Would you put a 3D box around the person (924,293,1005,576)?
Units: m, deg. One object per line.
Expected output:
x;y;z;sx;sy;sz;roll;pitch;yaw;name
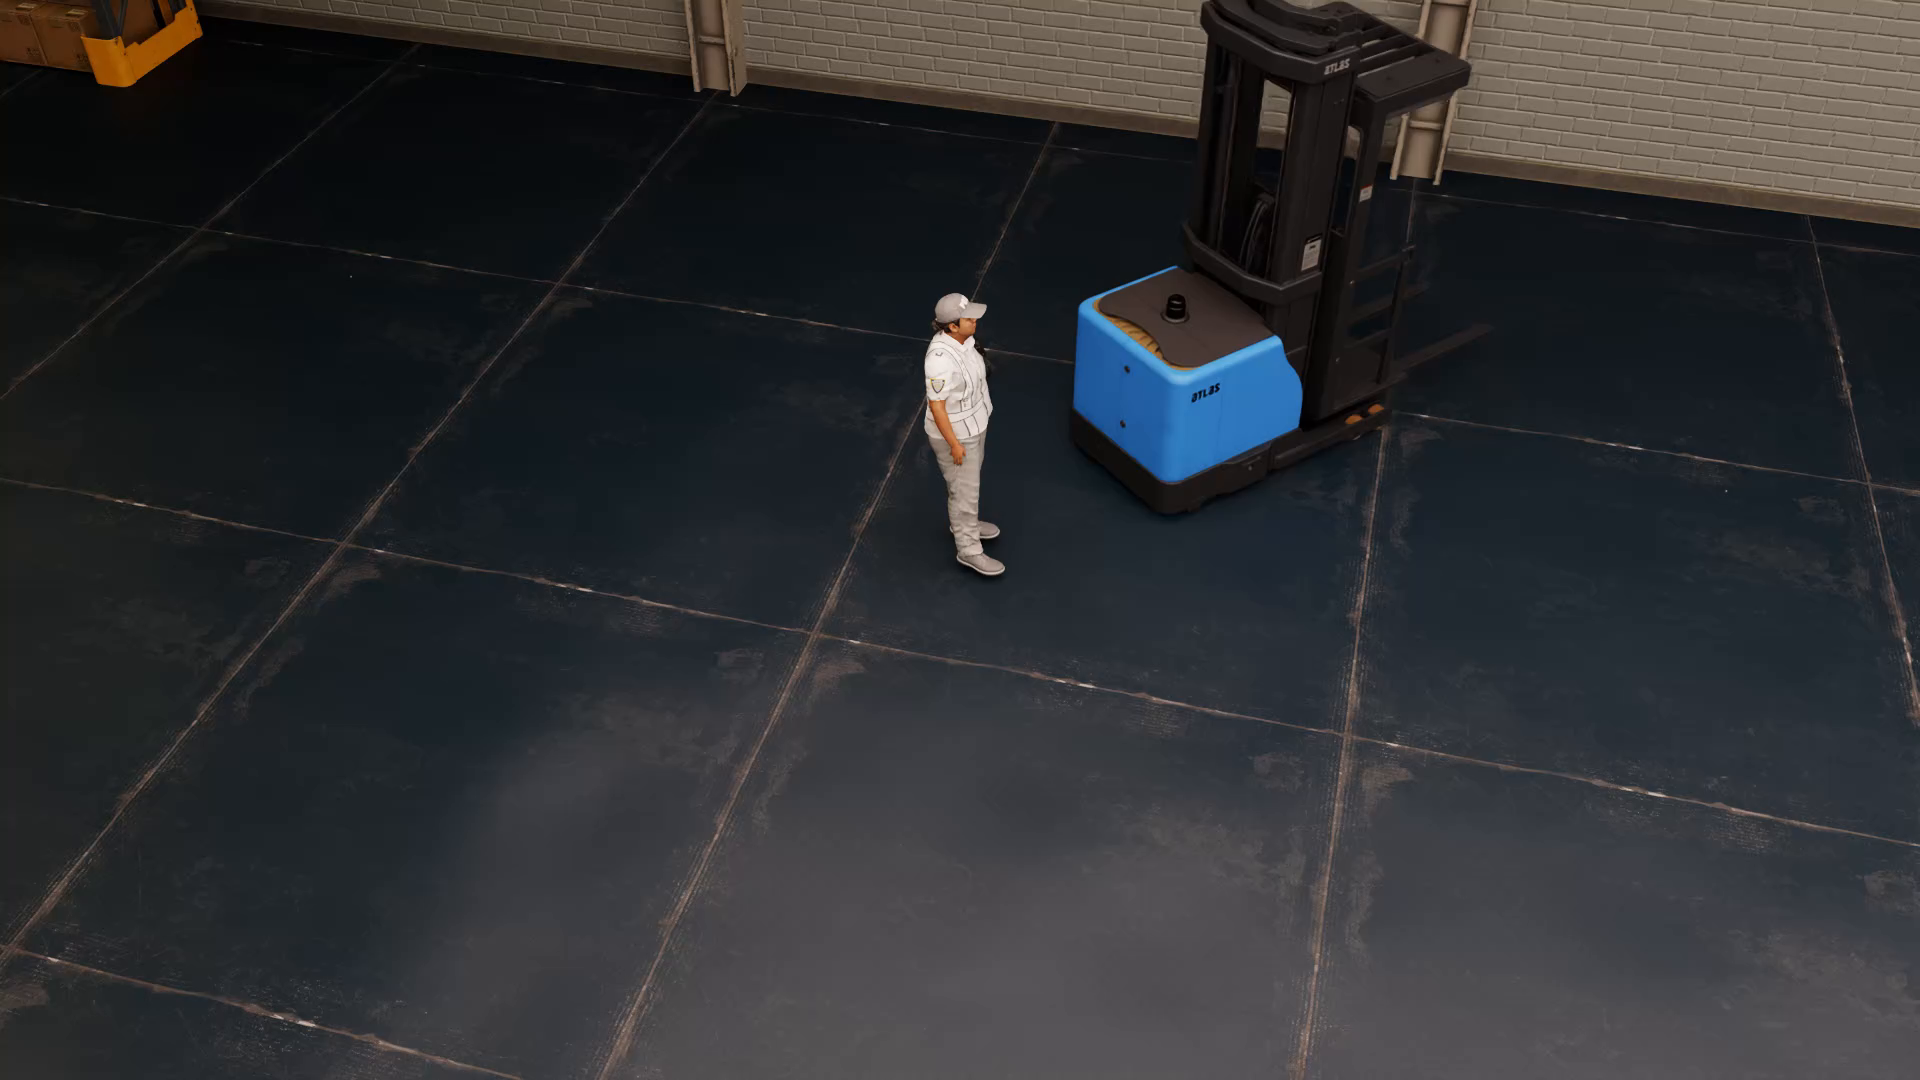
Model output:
0.068;-0.635;9.473;0.529;1.669;0.599;10;42;11;person

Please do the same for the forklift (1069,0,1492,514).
2.212;-2.020;10.165;3.031;2.935;1.130;-24;47;-25;forklift
